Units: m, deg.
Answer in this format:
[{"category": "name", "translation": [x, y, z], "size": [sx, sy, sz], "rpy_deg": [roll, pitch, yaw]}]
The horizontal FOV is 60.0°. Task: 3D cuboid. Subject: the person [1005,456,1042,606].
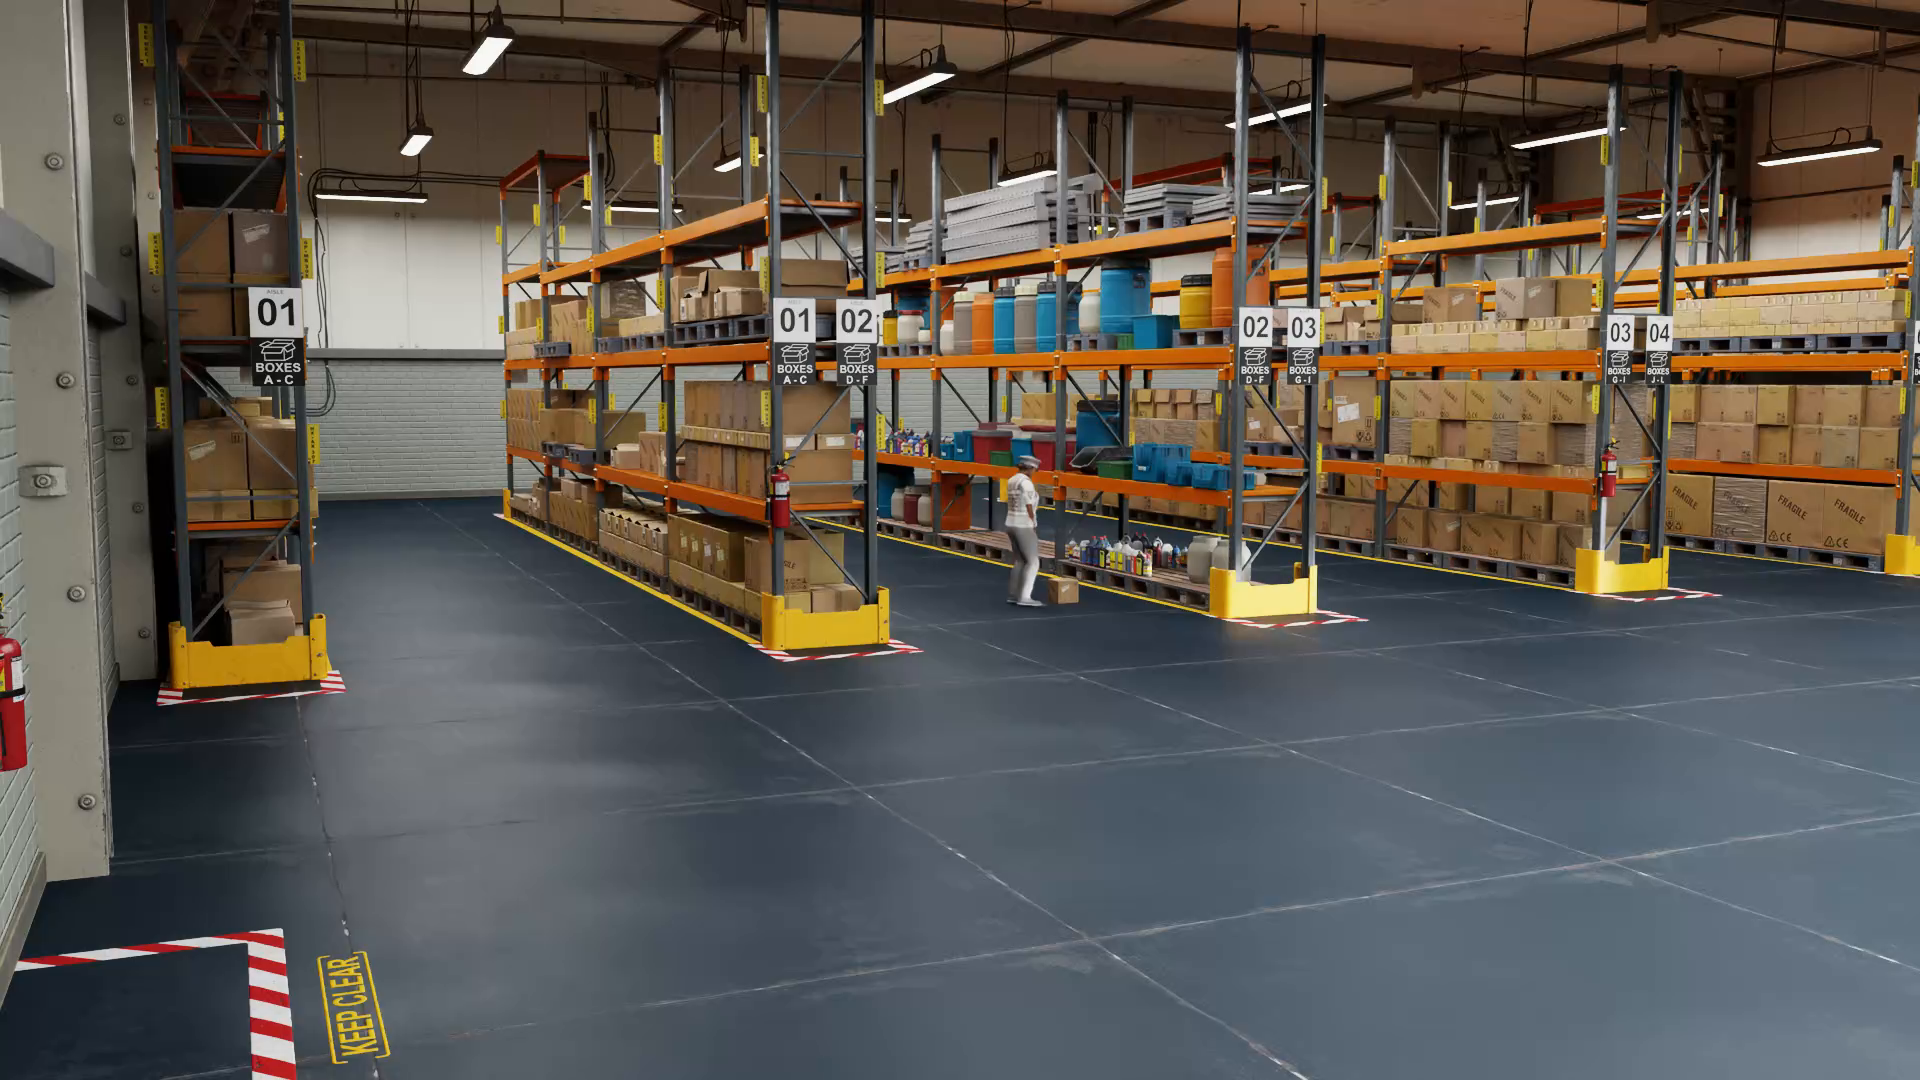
[{"category": "person", "translation": [0.696, -0.103, 18.253], "size": [0.394, 1.641, 0.448], "rpy_deg": [-2, 6, -22]}]
